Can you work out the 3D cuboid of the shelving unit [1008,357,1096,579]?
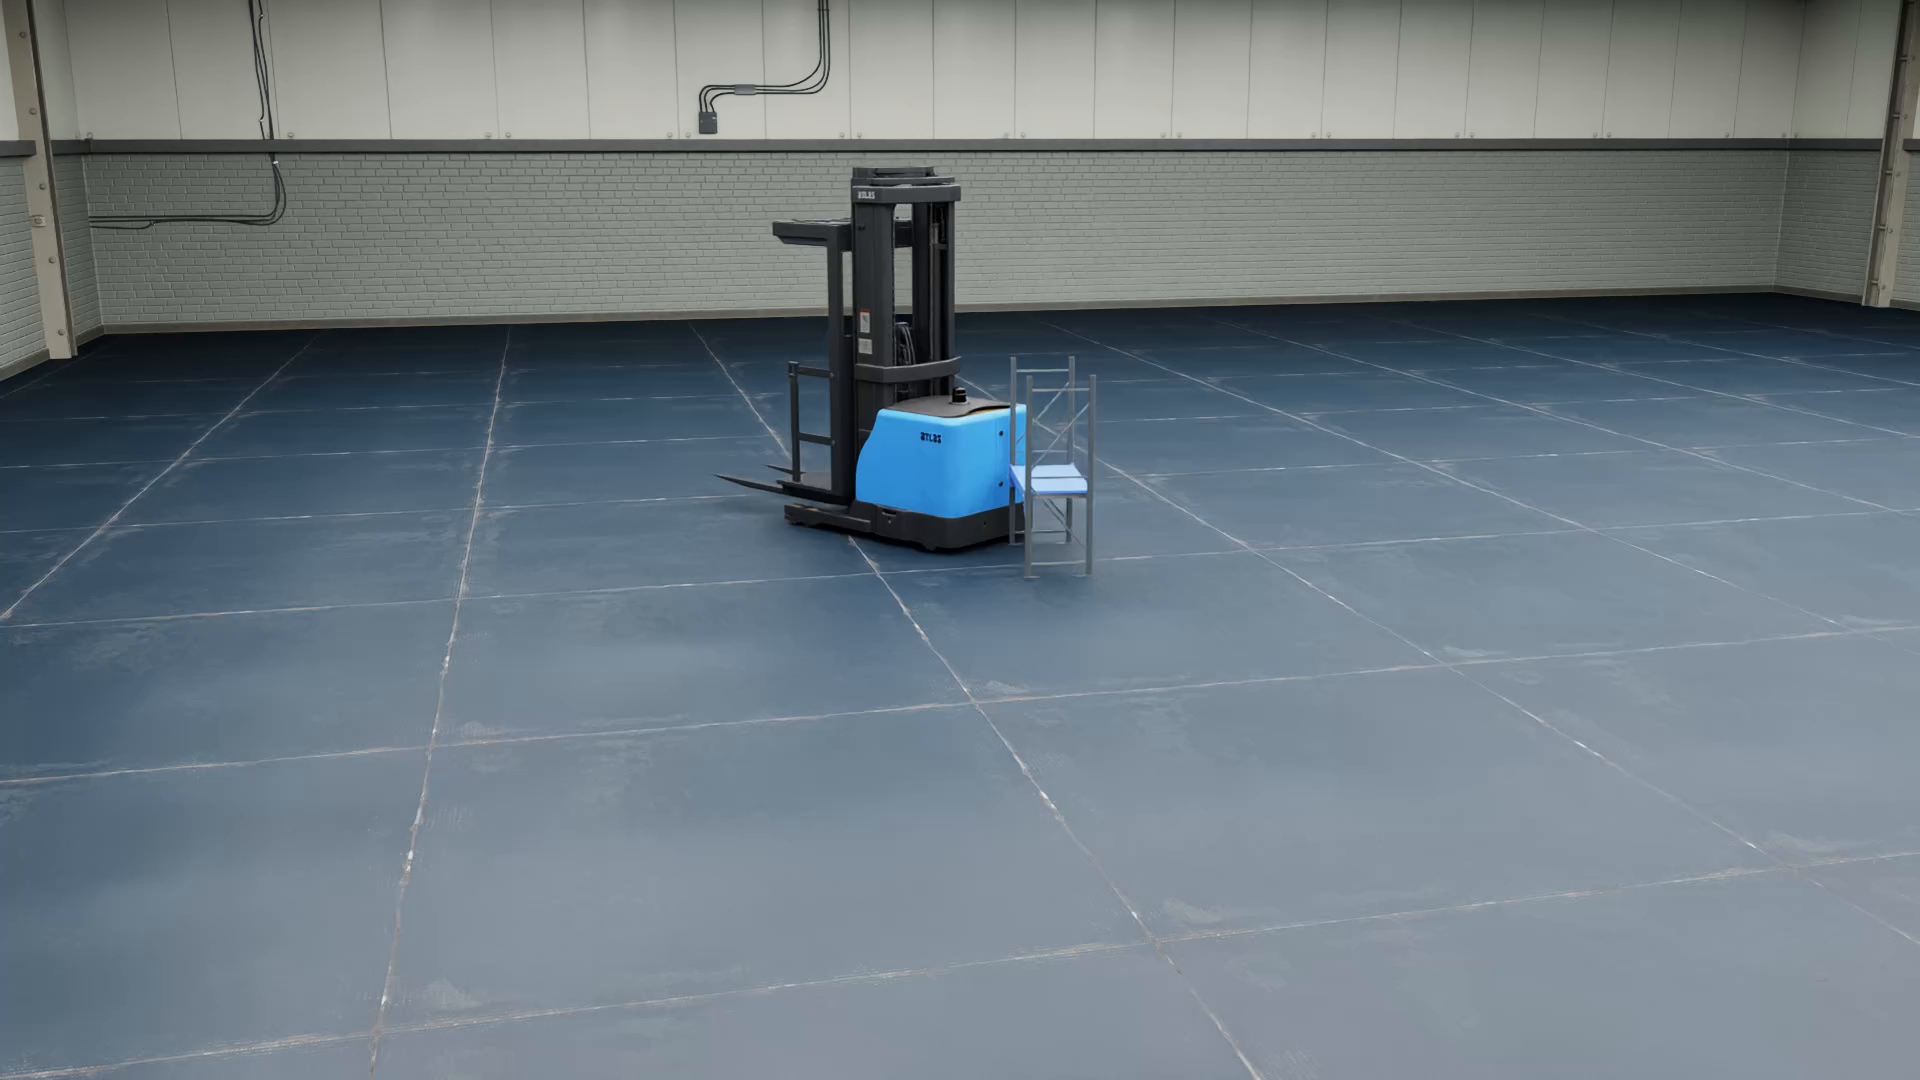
[{"bbox_3d":[0.683,-0.571,12.602,0.538,1.500,1.048,-1,14,-5],"label":"shelving unit"}]

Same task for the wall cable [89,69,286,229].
[{"bbox_3d":[-12.600,-6.309,26.834,3.097,2.526,0.112,-3,14,-13],"label":"wall cable"}]

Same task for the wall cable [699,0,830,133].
[{"bbox_3d":[-3.368,-9.995,28.213,2.305,6.003,0.169,-3,14,-13],"label":"wall cable"}]

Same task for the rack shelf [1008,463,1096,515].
[{"bbox_3d":[0.683,-0.396,12.645,0.538,0.185,1.000,-1,14,-5],"label":"rack shelf"}]

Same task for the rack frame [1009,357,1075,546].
[{"bbox_3d":[0.642,-0.691,13.095,0.500,1.500,0.032,-1,14,-5],"label":"rack frame"}]

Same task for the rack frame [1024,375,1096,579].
[{"bbox_3d":[0.725,-0.450,12.110,0.500,1.500,0.032,-1,14,-5],"label":"rack frame"}]

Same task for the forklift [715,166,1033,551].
[{"bbox_3d":[-0.841,-1.609,13.838,3.031,2.935,1.130,12,18,40],"label":"forklift"}]

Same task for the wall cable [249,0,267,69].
[{"bbox_3d":[-9.970,-8.914,26.852,3.097,2.526,0.112,-3,14,-13],"label":"wall cable"}]

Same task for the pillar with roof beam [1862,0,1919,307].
[{"bbox_3d":[13.241,-8.580,29.587,9.100,9.000,0.400,-3,14,-13],"label":"pillar with roof beam"}]

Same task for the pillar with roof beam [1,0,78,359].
[{"bbox_3d":[-9.009,-7.304,24.364,9.100,9.000,0.400,-3,14,-13],"label":"pillar with roof beam"}]
